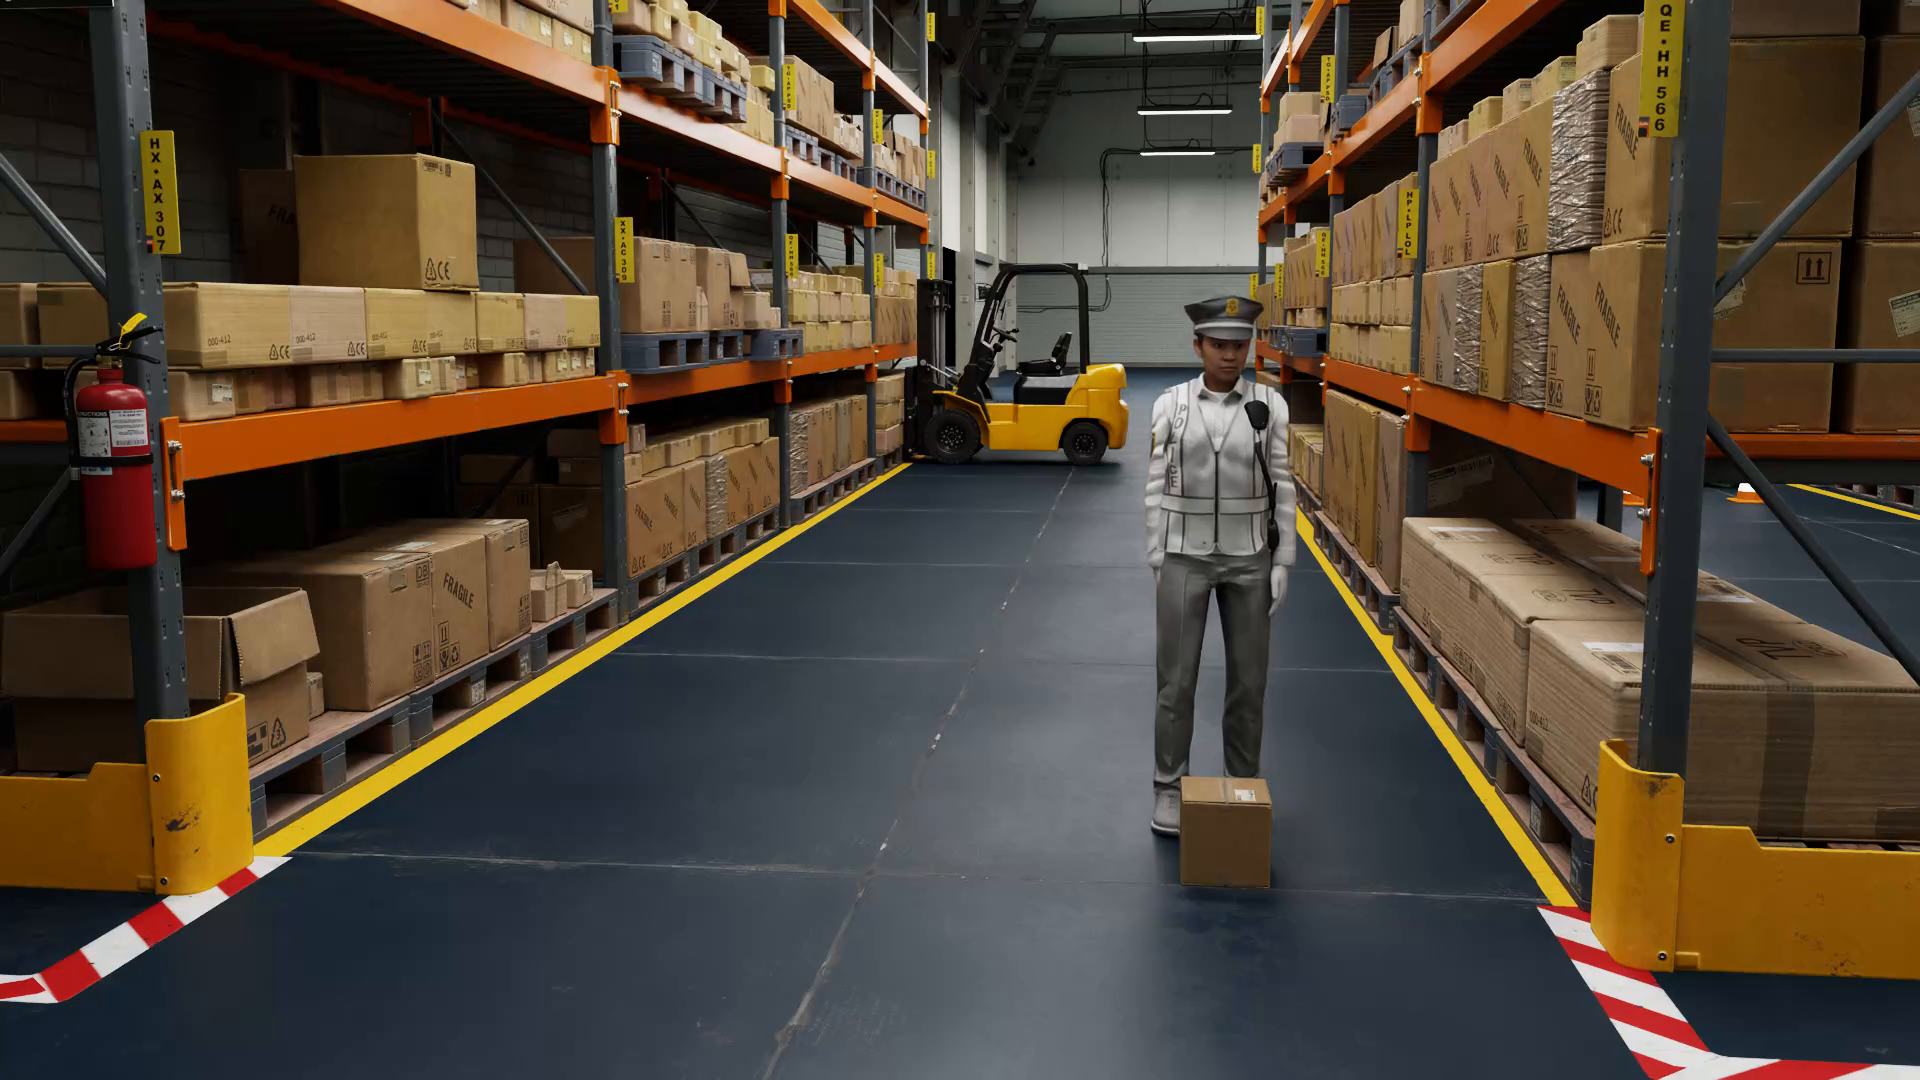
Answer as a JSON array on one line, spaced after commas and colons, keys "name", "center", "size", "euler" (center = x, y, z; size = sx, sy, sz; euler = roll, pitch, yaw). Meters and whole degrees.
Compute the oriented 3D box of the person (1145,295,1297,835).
[{"name": "person", "center": [0.808, 0.093, 5.172], "size": [0.468, 1.690, 0.332], "euler": [1, 8, 6]}]
